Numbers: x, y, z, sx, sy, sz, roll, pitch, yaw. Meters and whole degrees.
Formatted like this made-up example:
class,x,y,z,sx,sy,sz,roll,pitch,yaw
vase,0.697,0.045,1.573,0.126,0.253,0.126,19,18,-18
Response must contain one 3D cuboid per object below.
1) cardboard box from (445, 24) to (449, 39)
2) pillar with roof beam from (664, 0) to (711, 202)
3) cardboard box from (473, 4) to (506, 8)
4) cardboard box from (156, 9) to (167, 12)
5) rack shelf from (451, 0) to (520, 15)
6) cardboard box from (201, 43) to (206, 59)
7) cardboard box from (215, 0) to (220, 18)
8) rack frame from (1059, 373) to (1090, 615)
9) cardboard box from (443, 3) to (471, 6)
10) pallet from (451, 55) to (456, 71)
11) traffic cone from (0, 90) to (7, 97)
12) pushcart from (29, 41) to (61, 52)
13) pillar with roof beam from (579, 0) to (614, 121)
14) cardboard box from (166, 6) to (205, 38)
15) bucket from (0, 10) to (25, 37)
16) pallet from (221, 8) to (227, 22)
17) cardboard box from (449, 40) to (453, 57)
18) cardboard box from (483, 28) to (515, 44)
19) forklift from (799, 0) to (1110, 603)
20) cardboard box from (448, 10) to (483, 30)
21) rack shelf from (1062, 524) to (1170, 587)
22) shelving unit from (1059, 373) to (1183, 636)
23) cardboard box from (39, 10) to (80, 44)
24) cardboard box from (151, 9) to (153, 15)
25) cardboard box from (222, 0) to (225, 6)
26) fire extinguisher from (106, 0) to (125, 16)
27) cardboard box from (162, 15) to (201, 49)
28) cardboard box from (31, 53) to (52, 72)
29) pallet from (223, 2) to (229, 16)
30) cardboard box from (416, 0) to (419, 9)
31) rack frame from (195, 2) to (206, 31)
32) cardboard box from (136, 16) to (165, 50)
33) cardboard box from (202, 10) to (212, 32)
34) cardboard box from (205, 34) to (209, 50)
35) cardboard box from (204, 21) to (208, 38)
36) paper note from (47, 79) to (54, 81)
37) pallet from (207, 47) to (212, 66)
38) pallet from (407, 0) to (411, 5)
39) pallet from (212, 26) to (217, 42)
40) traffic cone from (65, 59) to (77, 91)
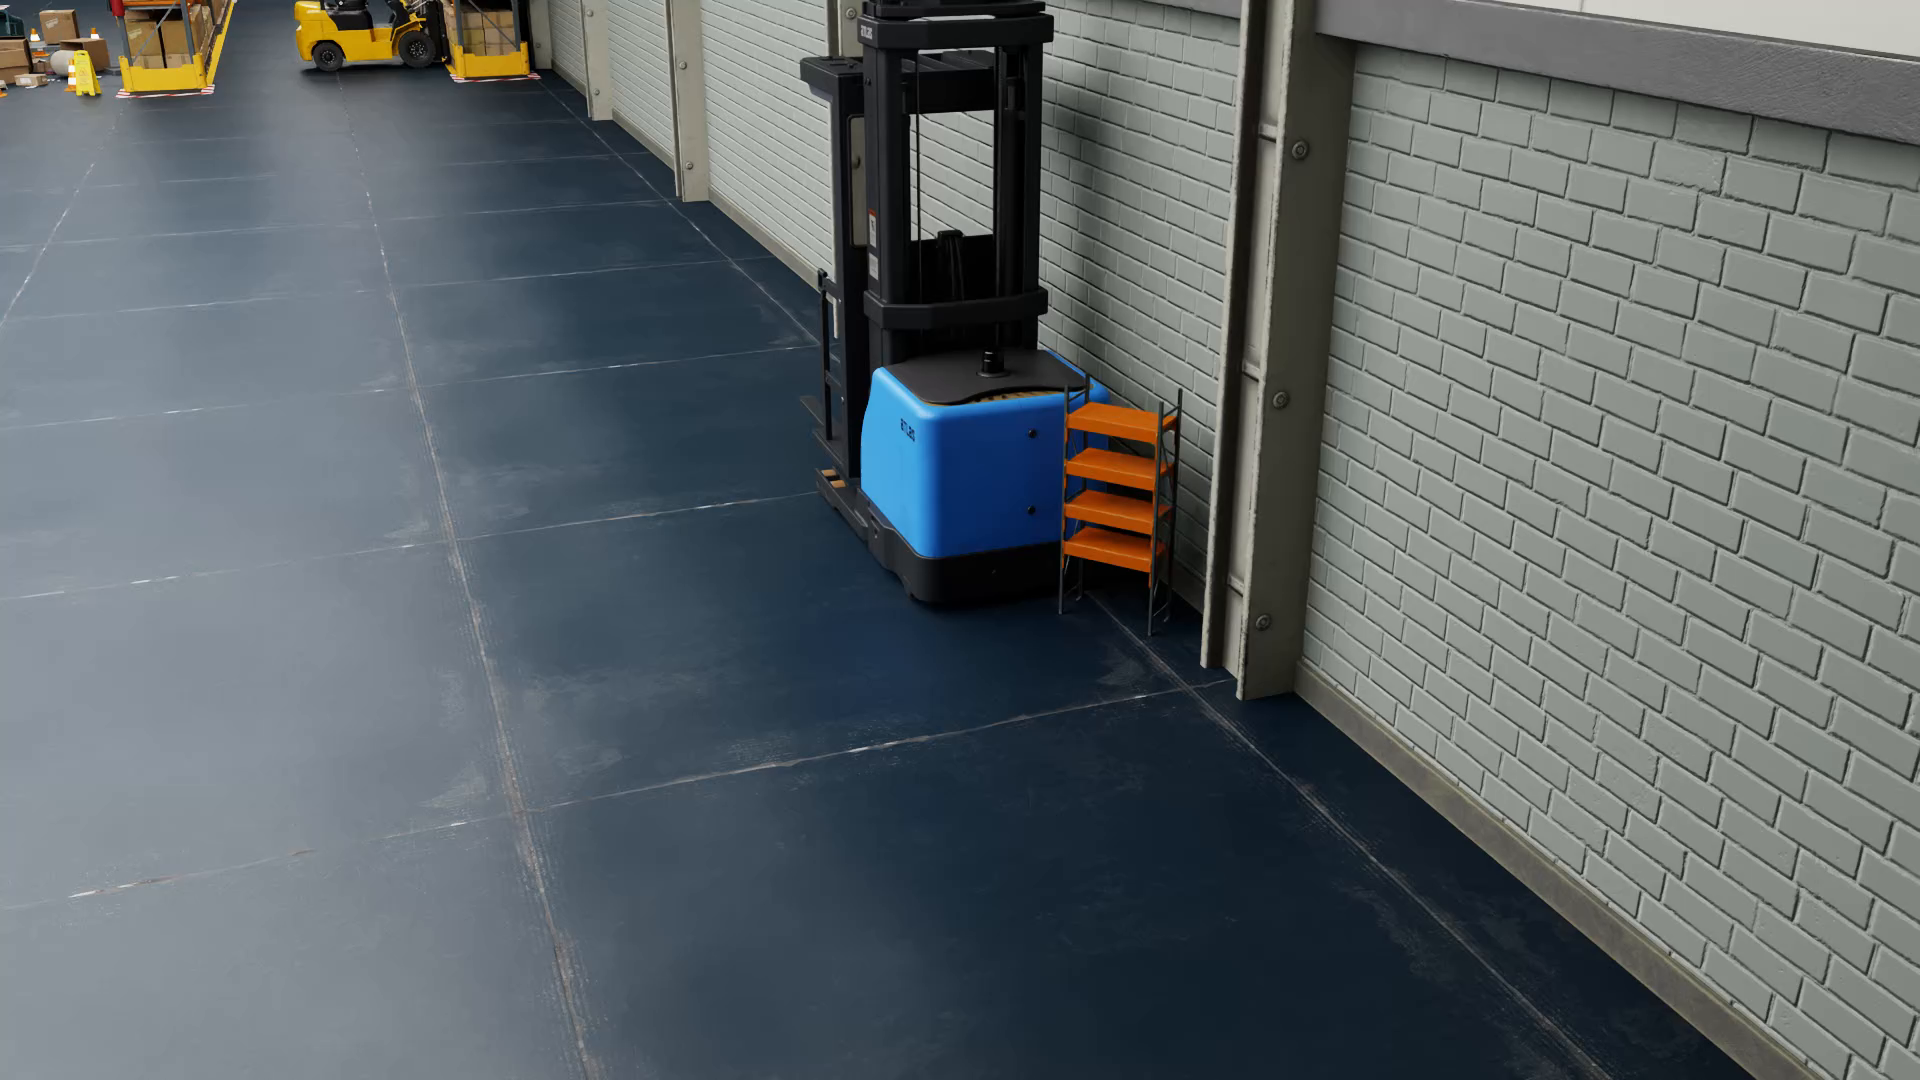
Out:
class,x,y,z,sx,sy,sz,roll,pitch,yaw
cardboard box,-8.562,-8.750,28.505,0.500,0.250,0.500,-9,24,-20
pillar with roof beam,-6.919,-7.281,14.939,9.100,9.000,0.400,-8,24,-19
cardboard box,-8.067,-9.043,28.556,0.500,0.250,0.500,-9,24,-19
cardboard box,-13.628,-8.690,28.039,0.500,0.500,0.500,-7,24,-17
rack shelf,-8.435,-9.486,28.821,1.077,0.370,4.000,-8,24,-19
cardboard box,-12.775,-8.049,27.485,0.500,0.250,0.500,-7,24,-15
cardboard box,-15.674,-11.117,33.959,0.875,0.875,0.875,-8,24,-18
rack frame,0.565,-0.219,8.225,0.015,1.200,0.240,13,26,28
cardboard box,-8.728,-9.155,28.820,0.500,0.250,0.500,-9,24,-20
pallet,-8.037,-8.078,28.144,1.003,0.211,1.213,-8,24,-19
traffic cone,-14.648,-6.943,25.127,0.336,0.463,0.334,-8,24,-19
pushcart,-15.899,-8.323,28.511,1.648,0.377,0.936,-18,29,-37
pillar with roof beam,-9.039,-9.461,20.112,9.100,9.000,0.400,-8,24,-19
cardboard box,-13.142,-8.771,28.233,0.500,0.500,0.500,-8,24,-18
bucket,-16.174,-8.605,28.062,0.726,0.611,0.620,0,13,-1
pallet,-16.267,-11.214,35.584,1.003,0.211,1.213,-8,24,-19
cardboard box,-8.357,-8.327,28.144,0.500,0.250,0.500,-8,24,-19
cardboard box,-7.700,-8.447,27.786,0.500,0.250,0.500,-8,24,-18
forklift,-0.216,-1.581,9.226,1.130,2.935,3.031,-8,24,-18
cardboard box,-8.183,-8.603,27.511,0.500,0.250,0.500,-8,24,-17
rack shelf,0.776,0.074,8.215,0.480,0.148,0.258,13,26,28
shelving unit,0.776,-0.171,8.112,0.503,1.200,0.258,13,26,28
cardboard box,-15.438,-8.804,28.520,0.500,0.500,0.500,-8,24,-19
cardboard box,-13.267,-8.547,26.865,0.380,0.149,0.250,-7,24,-17
cardboard box,-16.731,-12.025,36.675,0.875,0.438,0.875,-9,24,-20
fire extinguisher,-12.761,-8.268,25.105,0.296,0.674,0.183,-8,24,-19
cardboard box,-12.594,-8.210,26.900,0.500,0.500,0.500,-9,25,-21
cardboard box,-15.504,-8.012,27.917,0.396,0.266,0.258,12,26,27
pallet,-16.805,-11.771,36.906,1.003,0.211,1.213,-8,24,-19
cardboard box,-11.460,-11.723,35.879,0.500,0.500,0.500,-9,25,-21
rack frame,-13.784,-9.862,28.787,1.000,3.000,0.127,-8,24,-19
cardboard box,-13.085,-8.125,26.700,0.500,0.500,0.500,-7,24,-17
cardboard box,-14.738,-9.824,31.540,0.950,0.372,0.625,-9,24,-20
cardboard box,-13.323,-8.611,28.817,0.500,0.250,0.500,-7,24,-17
cardboard box,-13.971,-9.035,29.667,0.950,0.372,0.625,-8,24,-18
paper note,-14.726,-7.435,26.865,0.148,0.019,0.142,0,23,-1
pallet,-13.513,-8.338,28.761,1.003,0.211,1.213,-8,24,-19
pallet,-12.209,-12.416,38.436,1.003,0.211,1.213,-8,24,-19
pallet,-14.922,-9.746,32.102,1.003,0.211,1.213,-8,24,-19
traffic cone,-13.729,-7.219,25.782,0.336,0.463,0.334,-8,24,-19
